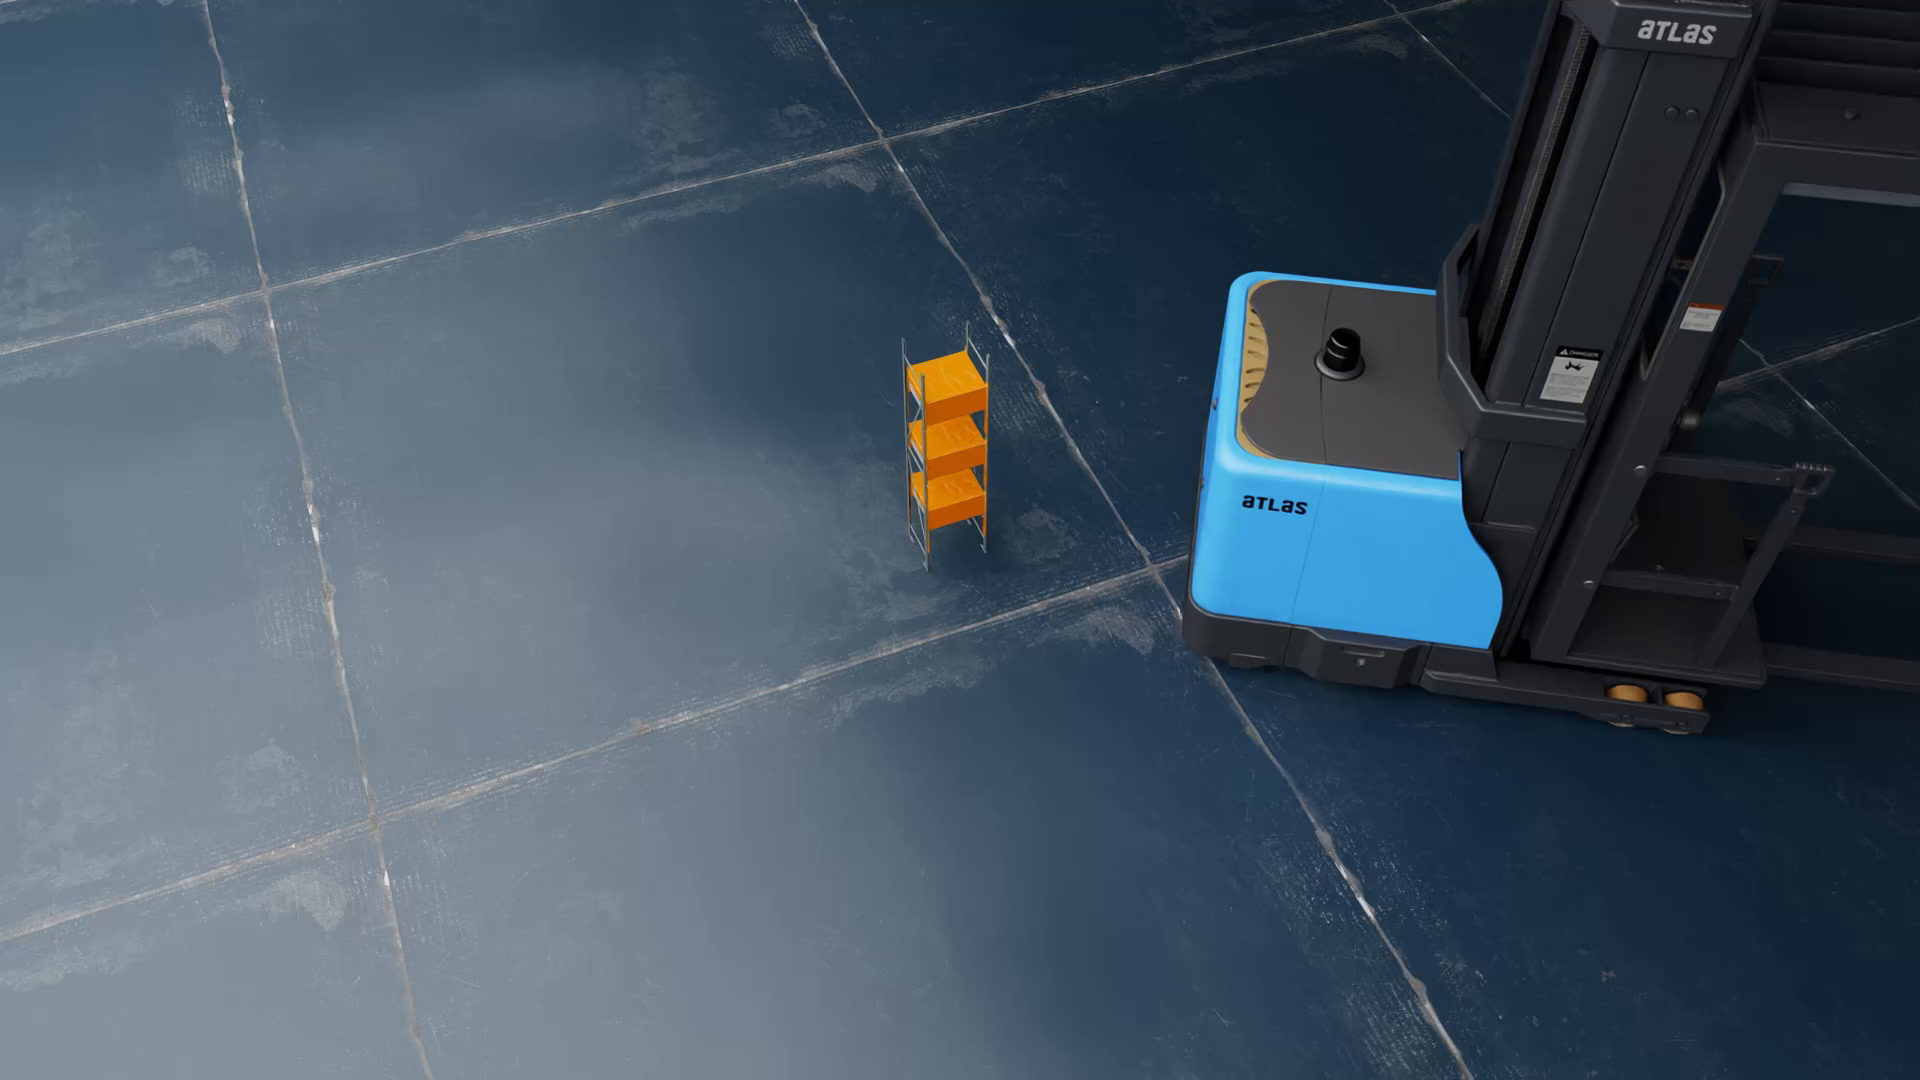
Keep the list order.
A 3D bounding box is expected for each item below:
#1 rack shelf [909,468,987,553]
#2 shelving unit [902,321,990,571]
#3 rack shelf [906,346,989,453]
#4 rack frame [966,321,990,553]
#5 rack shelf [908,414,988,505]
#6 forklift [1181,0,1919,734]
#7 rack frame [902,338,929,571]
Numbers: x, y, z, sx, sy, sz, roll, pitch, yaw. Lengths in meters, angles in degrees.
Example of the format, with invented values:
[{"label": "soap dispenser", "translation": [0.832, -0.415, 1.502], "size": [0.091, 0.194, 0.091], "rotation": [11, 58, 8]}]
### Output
[{"label": "rack shelf", "translation": [-0.050, -0.139, 6.398], "size": [0.240, 0.259, 0.215], "rotation": [-17, 52, -14]}, {"label": "shelving unit", "translation": [-0.050, -0.327, 6.179], "size": [0.252, 1.050, 0.215], "rotation": [-17, 52, -14]}, {"label": "rack shelf", "translation": [-0.050, -0.505, 5.972], "size": [0.240, 0.259, 0.215], "rotation": [-17, 52, -14]}, {"label": "rack frame", "translation": [0.063, -0.362, 6.209], "size": [0.008, 1.050, 0.200], "rotation": [-17, 52, -14]}, {"label": "rack shelf", "translation": [-0.050, -0.320, 6.187], "size": [0.240, 0.259, 0.215], "rotation": [-17, 52, -14]}, {"label": "forklift", "translation": [2.389, -0.694, 5.254], "size": [3.031, 2.935, 1.130], "rotation": [7, 50, 6]}, {"label": "rack frame", "translation": [-0.162, -0.292, 6.149], "size": [0.008, 1.050, 0.200], "rotation": [-17, 52, -14]}]
